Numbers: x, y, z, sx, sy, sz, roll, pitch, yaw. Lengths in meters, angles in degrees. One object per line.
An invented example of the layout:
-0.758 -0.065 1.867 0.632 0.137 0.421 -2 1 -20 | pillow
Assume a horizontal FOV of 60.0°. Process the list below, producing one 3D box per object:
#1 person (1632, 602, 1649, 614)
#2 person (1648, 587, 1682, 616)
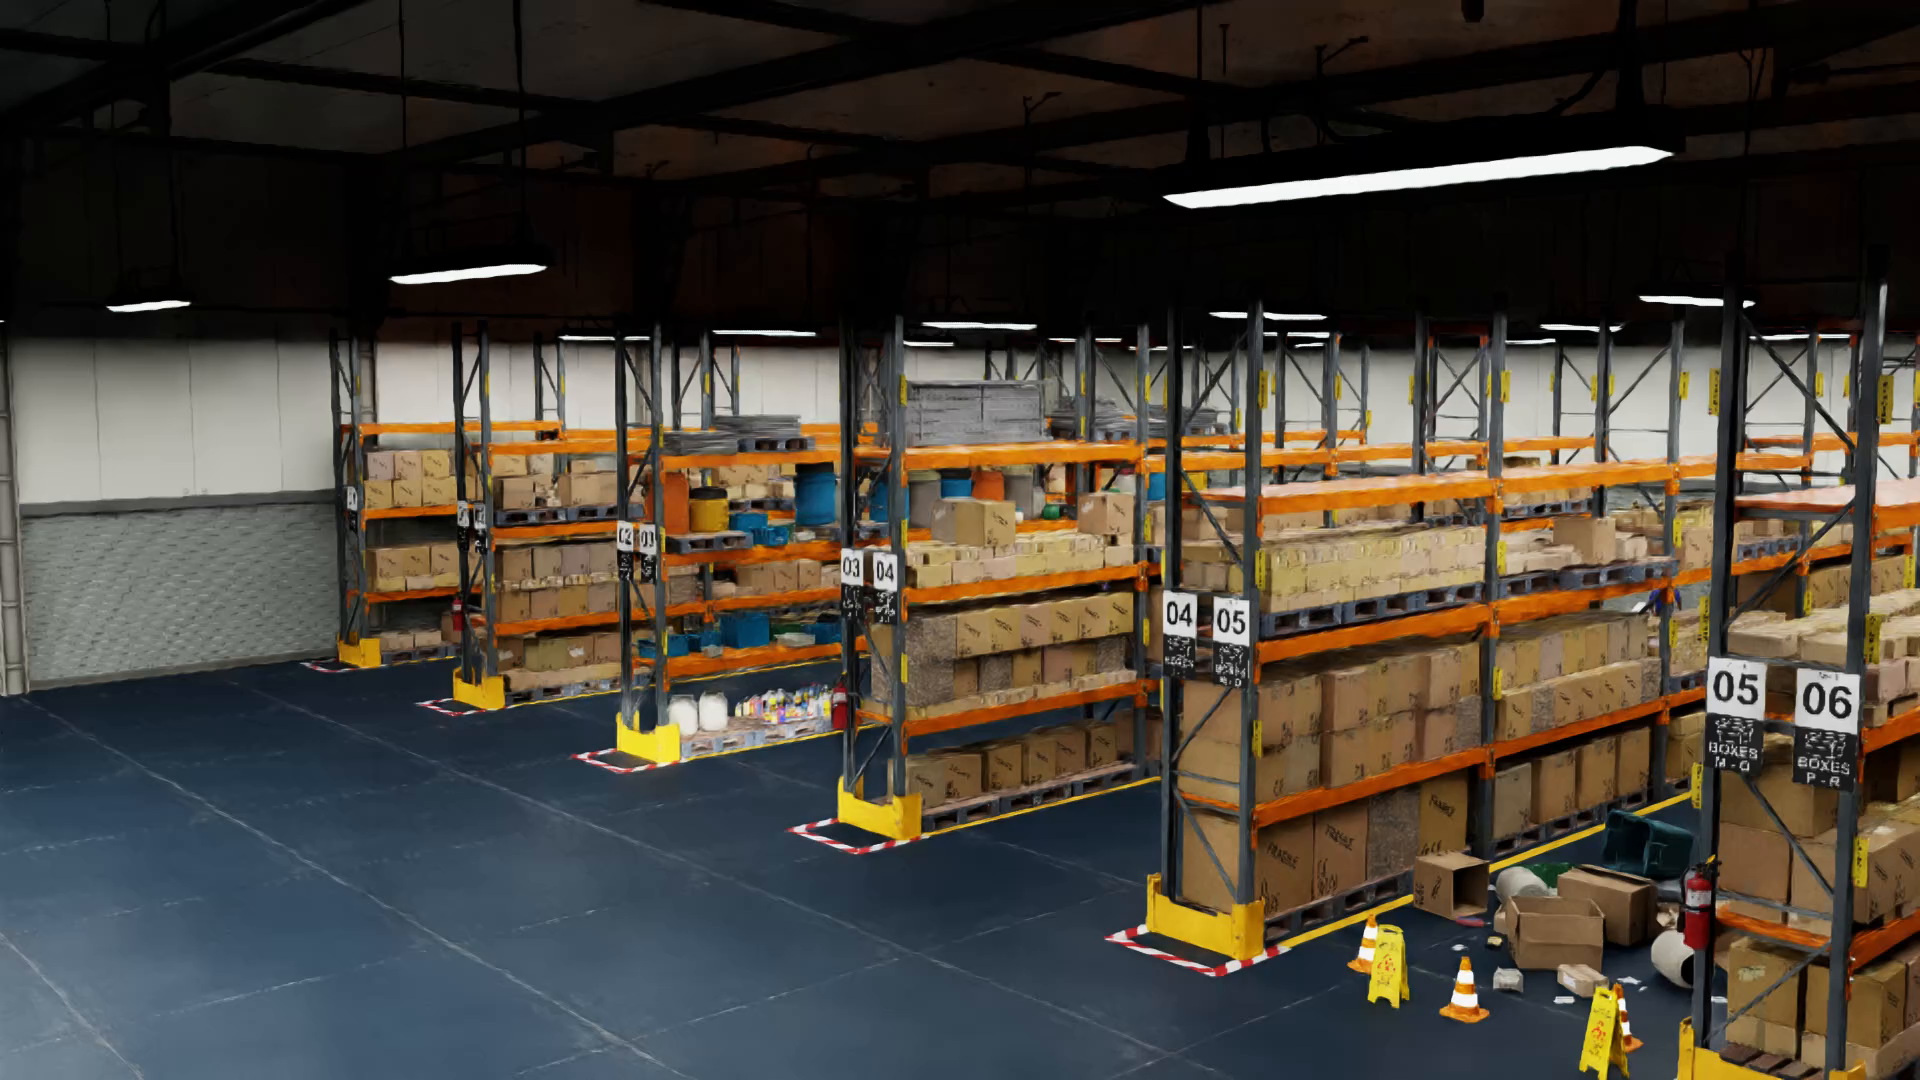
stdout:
10.469 1.783 25.580 1.115 1.700 0.543 -5 7 -40 | person
12.798 1.399 30.121 0.627 1.582 0.794 3 6 29 | person
